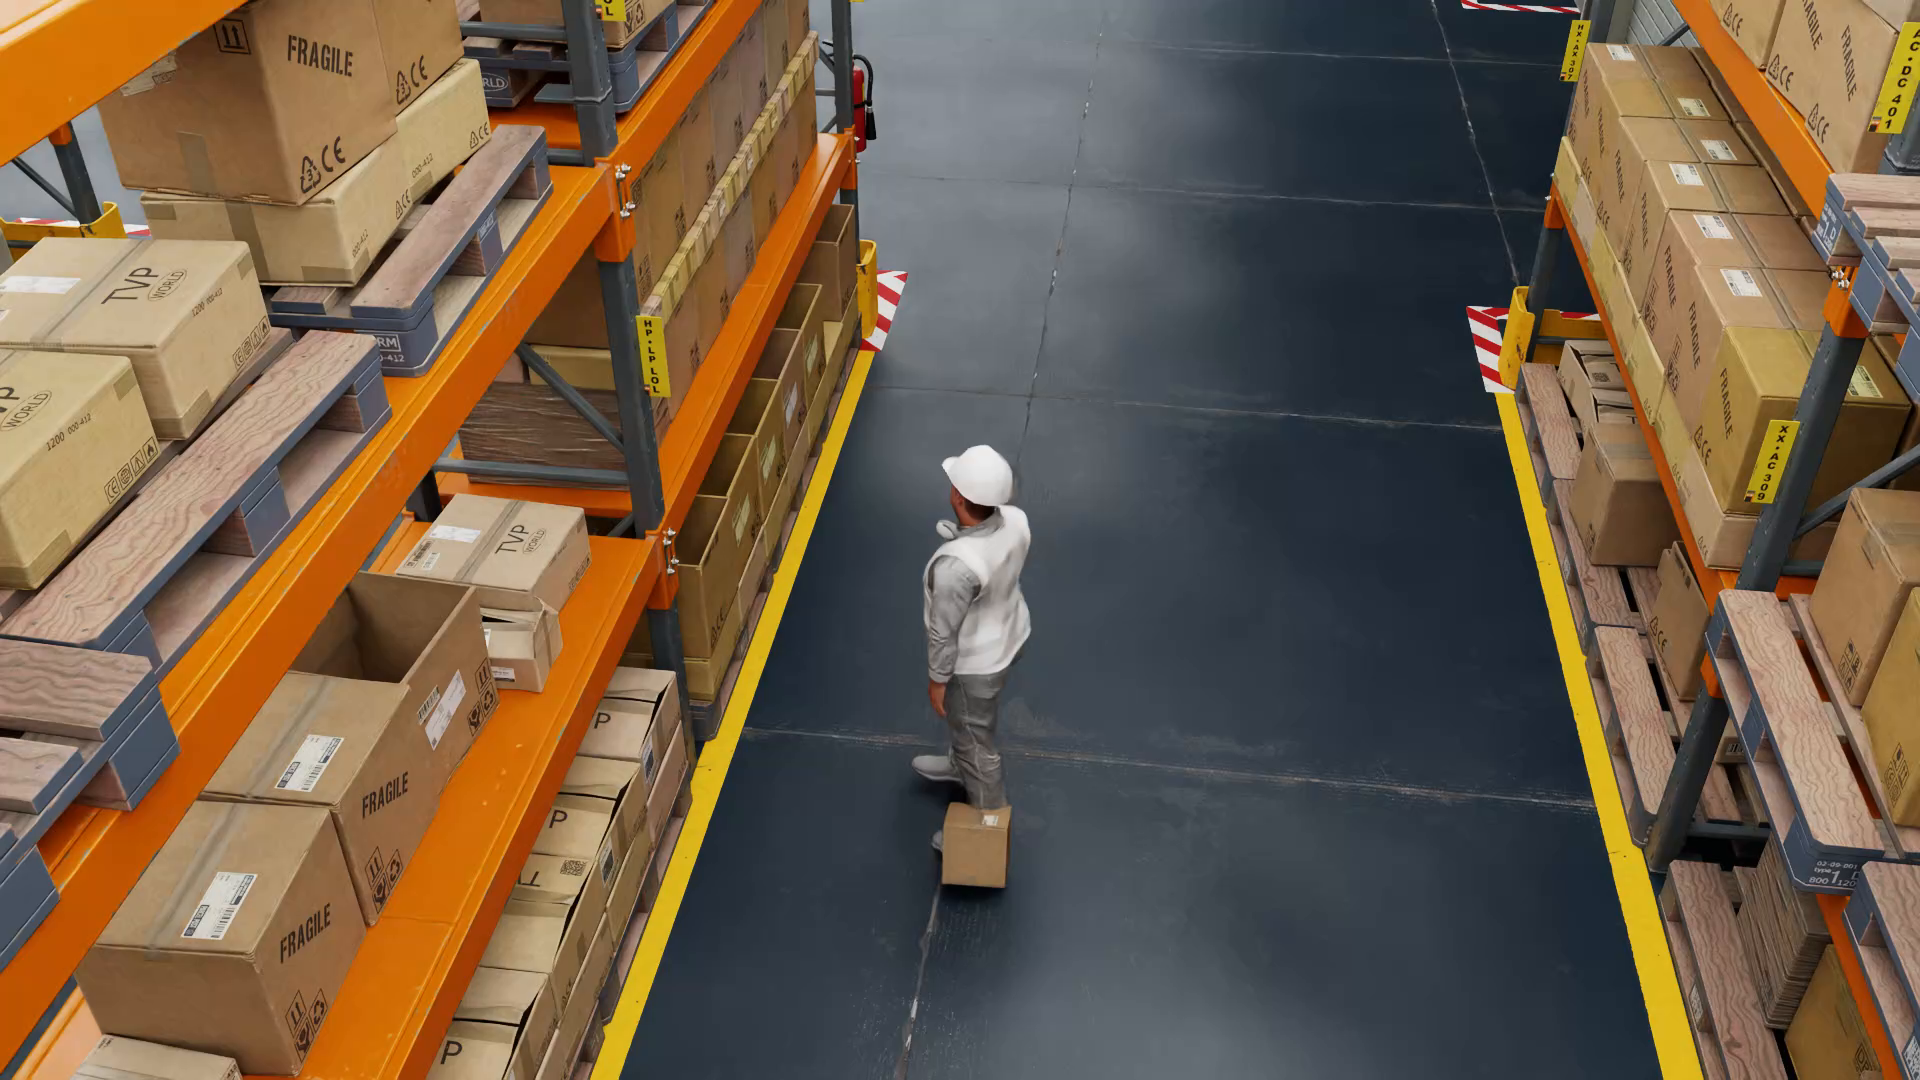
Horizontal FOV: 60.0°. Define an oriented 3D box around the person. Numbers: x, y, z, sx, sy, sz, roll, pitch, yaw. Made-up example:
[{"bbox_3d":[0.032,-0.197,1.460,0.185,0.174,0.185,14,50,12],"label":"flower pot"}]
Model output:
[{"bbox_3d":[-0.001,0.391,6.438,0.539,1.776,0.594,16,39,21],"label":"person"}]
